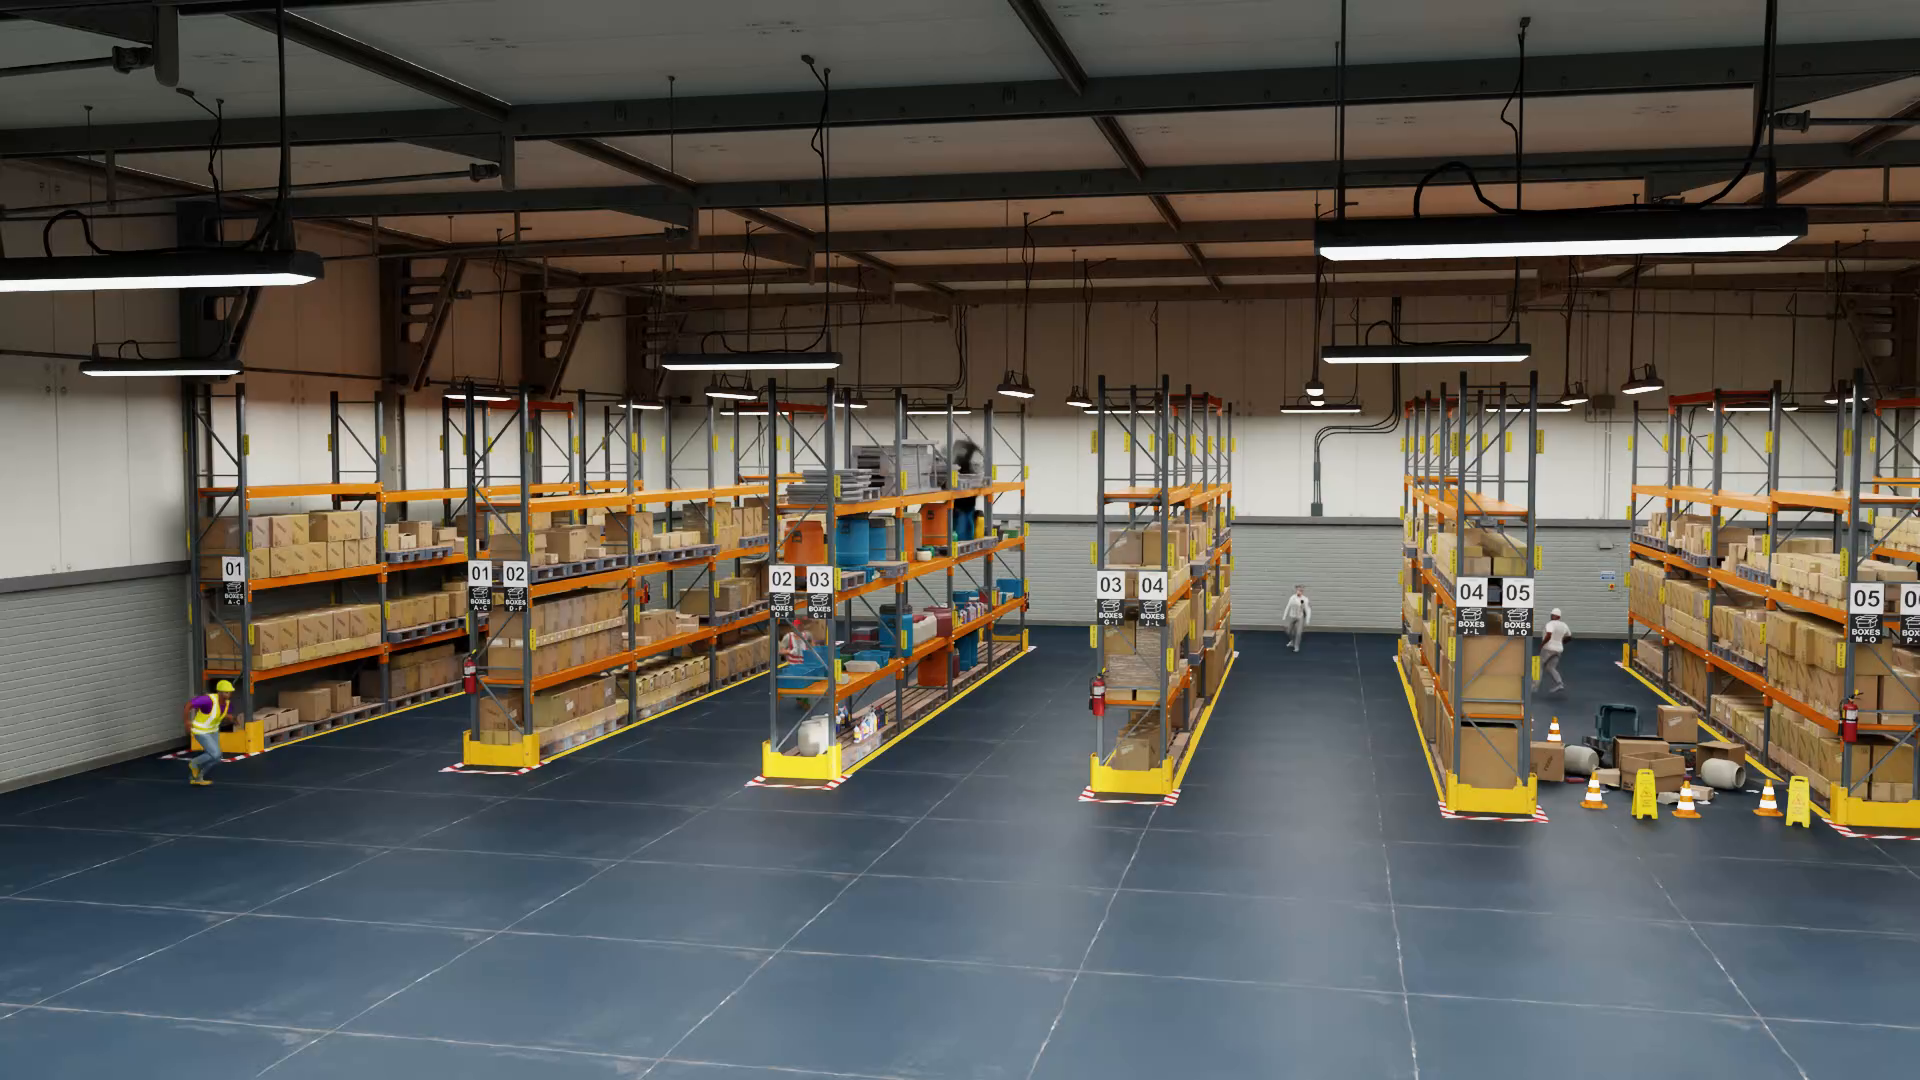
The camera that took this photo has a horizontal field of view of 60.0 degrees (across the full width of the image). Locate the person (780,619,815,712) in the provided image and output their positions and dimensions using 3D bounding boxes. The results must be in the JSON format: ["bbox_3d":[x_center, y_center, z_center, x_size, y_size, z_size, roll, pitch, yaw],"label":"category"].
[{"bbox_3d":[-3.036,2.344,31.378,0.687,1.760,0.918,0,3,-5],"label":"person"}]

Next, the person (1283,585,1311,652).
[{"bbox_3d":[8.204,1.879,40.440,0.687,1.620,0.678,1,4,21],"label":"person"}]

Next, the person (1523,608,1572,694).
[{"bbox_3d":[11.931,2.230,33.407,0.798,1.713,0.863,-1,4,-23],"label":"person"}]

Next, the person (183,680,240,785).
[{"bbox_3d":[-10.951,2.825,24.267,0.819,1.577,0.743,1,3,19],"label":"person"}]
